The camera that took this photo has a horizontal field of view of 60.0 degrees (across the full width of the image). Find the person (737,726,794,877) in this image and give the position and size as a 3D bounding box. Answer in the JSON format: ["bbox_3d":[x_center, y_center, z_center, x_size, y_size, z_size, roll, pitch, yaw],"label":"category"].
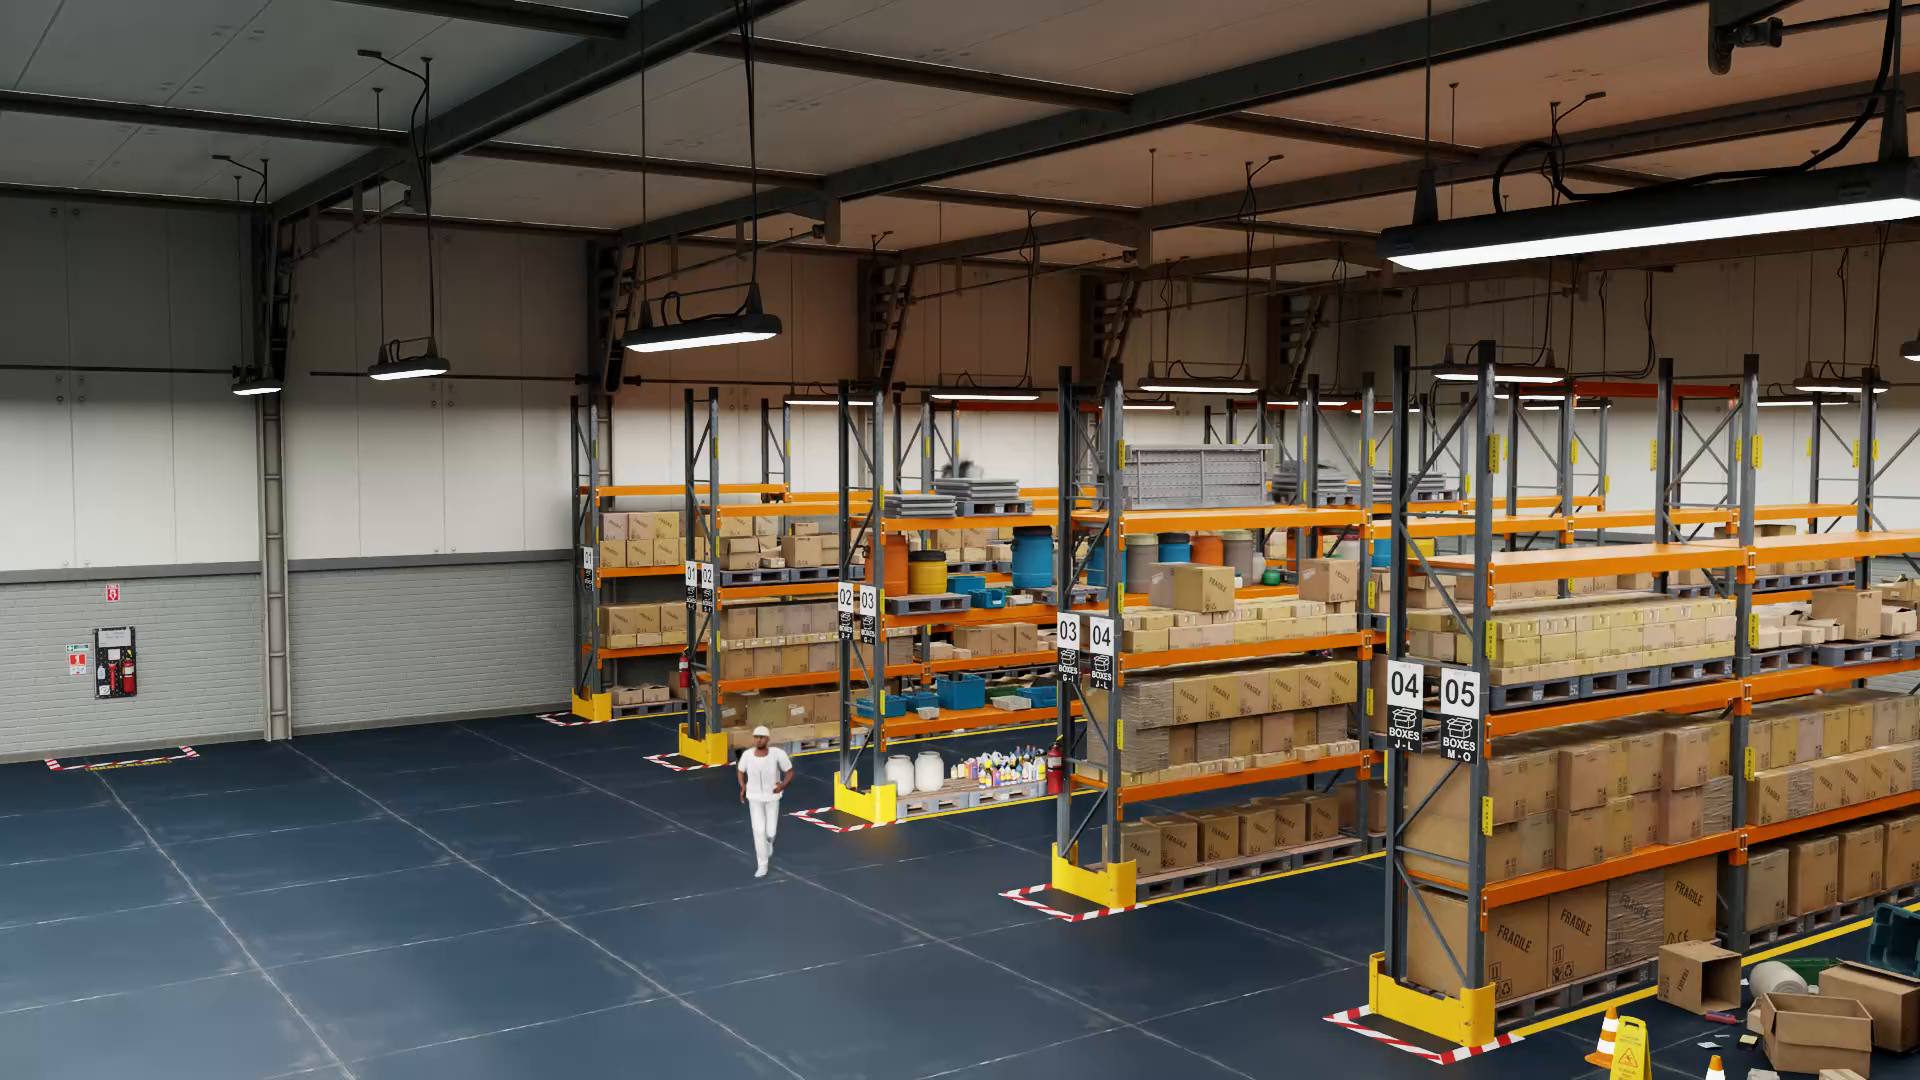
[{"bbox_3d":[-2.342,3.099,19.964,0.691,1.756,0.770,0,3,0],"label":"person"}]

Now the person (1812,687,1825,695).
[{"bbox_3d":[12.355,2.928,24.010,0.619,1.586,0.556,3,5,43],"label":"person"}]

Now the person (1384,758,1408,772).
[{"bbox_3d":[6.348,2.868,23.794,0.900,1.769,0.711,-3,4,-39],"label":"person"}]
